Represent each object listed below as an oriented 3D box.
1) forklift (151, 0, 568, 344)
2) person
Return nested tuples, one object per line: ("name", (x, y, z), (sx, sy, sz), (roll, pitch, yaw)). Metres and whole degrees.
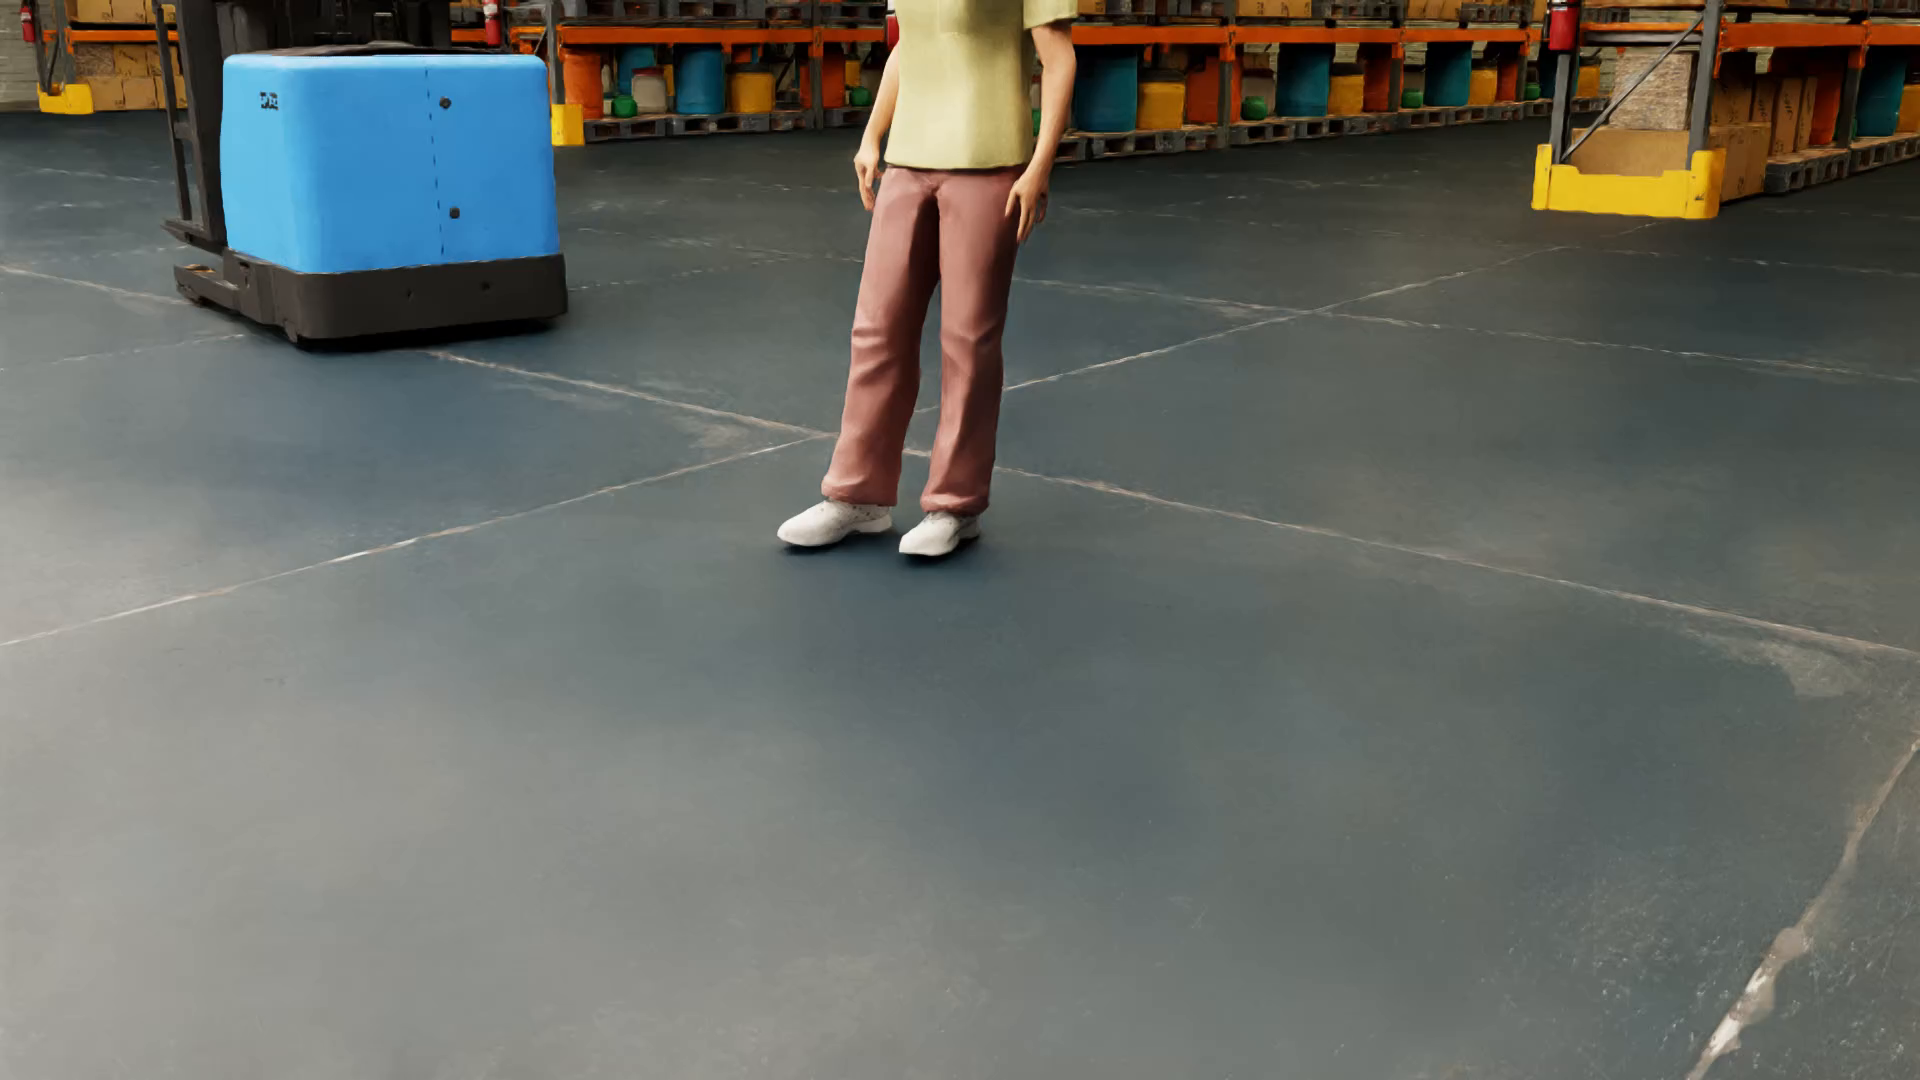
("forklift", (-2.884, -2.509, 7.160), (1.130, 2.935, 3.031), (-13, 21, -36))
("person", (-0.055, -0.789, 3.650), (0.554, 1.663, 0.548), (13, 21, 37))
